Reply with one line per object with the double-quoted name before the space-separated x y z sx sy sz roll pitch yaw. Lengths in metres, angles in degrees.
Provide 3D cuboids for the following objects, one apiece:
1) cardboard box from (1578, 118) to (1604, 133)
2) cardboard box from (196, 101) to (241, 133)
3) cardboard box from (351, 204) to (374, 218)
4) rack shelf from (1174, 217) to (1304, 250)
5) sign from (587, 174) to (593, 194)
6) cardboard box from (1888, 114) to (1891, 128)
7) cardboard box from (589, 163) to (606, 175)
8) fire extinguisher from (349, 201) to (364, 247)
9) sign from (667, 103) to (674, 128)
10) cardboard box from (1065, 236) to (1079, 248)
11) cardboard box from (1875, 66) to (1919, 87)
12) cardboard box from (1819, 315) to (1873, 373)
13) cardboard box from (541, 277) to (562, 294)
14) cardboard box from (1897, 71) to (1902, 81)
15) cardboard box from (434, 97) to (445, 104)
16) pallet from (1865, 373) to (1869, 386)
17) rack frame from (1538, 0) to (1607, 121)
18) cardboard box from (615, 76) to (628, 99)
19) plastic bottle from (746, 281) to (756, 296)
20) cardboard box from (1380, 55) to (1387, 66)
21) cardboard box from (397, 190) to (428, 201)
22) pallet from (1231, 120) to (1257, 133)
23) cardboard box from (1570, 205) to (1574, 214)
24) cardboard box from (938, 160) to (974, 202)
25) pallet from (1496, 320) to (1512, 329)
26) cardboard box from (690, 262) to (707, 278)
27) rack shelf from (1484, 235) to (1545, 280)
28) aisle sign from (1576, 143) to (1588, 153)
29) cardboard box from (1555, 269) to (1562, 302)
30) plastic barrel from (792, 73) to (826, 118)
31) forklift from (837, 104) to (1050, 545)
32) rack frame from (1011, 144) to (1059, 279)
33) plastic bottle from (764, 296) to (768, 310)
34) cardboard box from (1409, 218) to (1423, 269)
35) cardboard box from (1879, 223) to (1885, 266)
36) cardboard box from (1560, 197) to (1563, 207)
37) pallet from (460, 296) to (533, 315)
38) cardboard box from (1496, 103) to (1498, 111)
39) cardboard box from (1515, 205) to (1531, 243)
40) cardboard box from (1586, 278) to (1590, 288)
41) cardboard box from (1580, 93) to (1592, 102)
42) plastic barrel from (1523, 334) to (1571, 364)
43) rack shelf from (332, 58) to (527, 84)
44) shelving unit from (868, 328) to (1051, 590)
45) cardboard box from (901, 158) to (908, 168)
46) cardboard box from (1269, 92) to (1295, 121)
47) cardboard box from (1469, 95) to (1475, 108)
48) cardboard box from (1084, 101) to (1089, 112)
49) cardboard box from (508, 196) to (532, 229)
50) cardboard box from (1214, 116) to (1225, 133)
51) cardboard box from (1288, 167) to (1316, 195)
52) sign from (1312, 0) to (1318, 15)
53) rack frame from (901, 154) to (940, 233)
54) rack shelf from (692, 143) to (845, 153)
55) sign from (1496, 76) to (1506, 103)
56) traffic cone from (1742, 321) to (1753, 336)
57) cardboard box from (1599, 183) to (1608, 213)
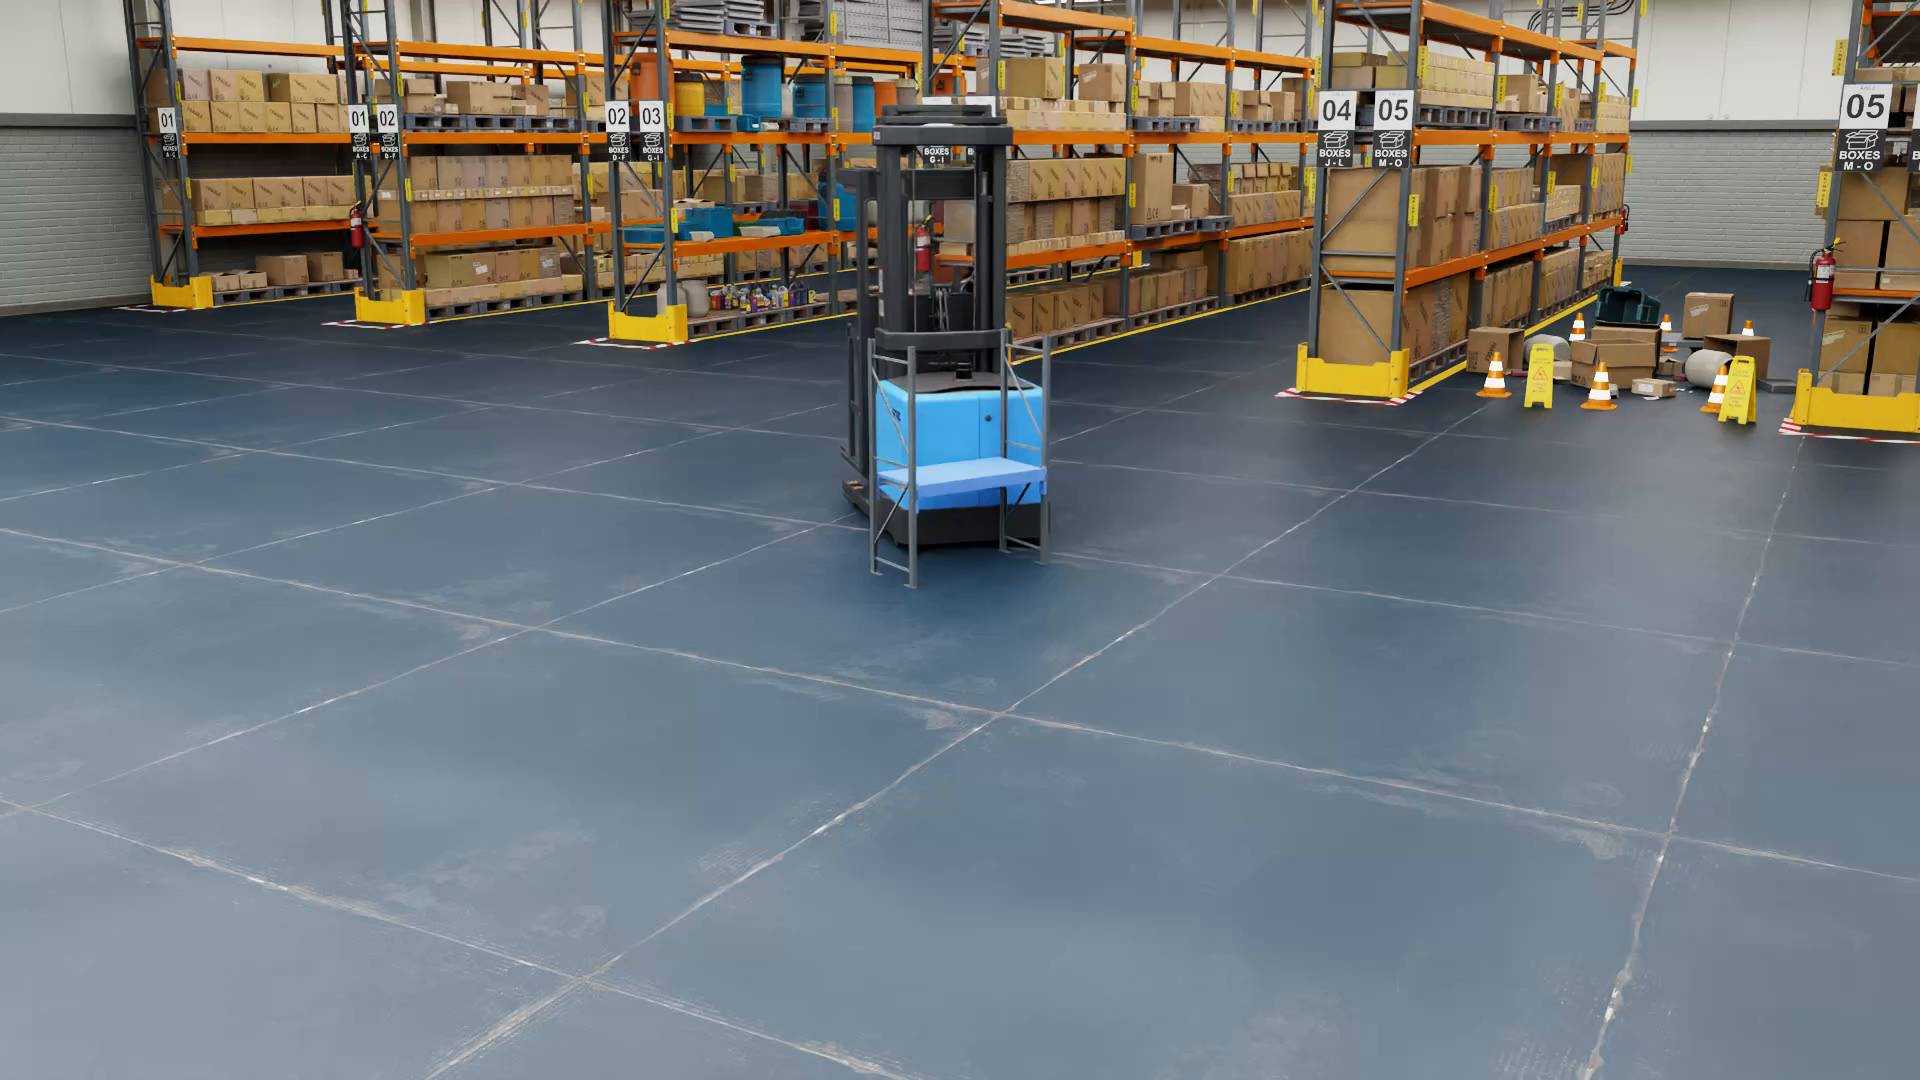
"cardboard box" 10.560 -6.998 28.082 0.500 0.250 0.500 8 16 31
"cardboard box" -12.326 -7.015 27.576 0.500 0.500 0.500 9 16 32
"cardboard box" -11.027 -5.978 30.208 0.500 0.250 0.500 7 15 28
"rack shelf" 4.845 -5.371 28.945 1.077 0.370 4.000 7 15 28
"sign" -6.239 -6.009 28.043 0.100 0.325 0.005 7 15 28
"cardboard box" 8.863 -4.092 16.244 0.380 0.149 0.250 8 16 30
"cardboard box" -7.946 -7.944 35.593 0.500 0.250 0.500 7 15 27
"fire extinguisher" -9.123 -4.783 25.136 0.296 0.674 0.183 7 15 28
"sign" -3.845 -5.629 22.064 0.100 0.325 0.005 7 15 28
"cardboard box" 1.360 -3.984 22.193 0.380 0.149 0.250 7 15 28
"cardboard box" 10.788 -5.332 19.209 0.500 0.250 0.500 8 16 29
"cardboard box" 8.845 -1.972 16.683 0.500 0.500 0.500 7 15 28
"cardboard box" -7.009 -4.259 27.768 0.500 0.250 0.500 7 15 28
"cardboard box" 9.024 -4.522 16.323 0.380 0.149 0.250 7 15 28
"cardboard box" -8.333 -6.715 25.714 0.500 0.250 0.500 7 15 28
"pallet" 9.737 -1.618 17.794 1.003 0.211 1.213 7 15 28
"rack frame" 10.105 -8.464 27.443 1.000 3.000 0.127 7 15 28
"cardboard box" -6.138 -7.808 28.944 0.500 0.500 0.500 9 16 33
"plastic bottle" -3.236 -3.819 25.689 0.144 0.351 0.185 7 15 26
"cardboard box" 4.539 -5.327 18.554 0.380 0.149 0.250 8 16 29
"cardboard box" -8.281 -5.212 25.154 0.380 0.149 0.250 7 15 28
"pallet" 4.143 -6.814 27.402 1.213 0.211 1.003 8 16 31
"cardboard box" 9.839 -5.422 27.262 0.380 0.149 0.250 7 15 28
"cardboard box" 0.060 -4.489 20.771 0.500 0.500 0.500 7 15 28
"pallet" 7.133 -2.969 23.399 1.003 0.211 1.213 7 15 28
"cardboard box" -5.079 -5.059 31.088 0.500 0.250 0.500 7 15 27
"rack shelf" 7.204 -3.967 23.124 1.077 0.370 4.000 7 15 28
"aisle sign" 11.811 -7.681 31.448 0.394 0.787 0.004 7 15 28
"cardboard box" 9.221 -4.042 26.336 0.500 0.500 0.500 7 15 27
"plastic barrel" -2.335 -6.881 26.207 0.600 0.901 0.708 7 15 28
"forklift" -0.272 -1.688 12.282 1.130 2.935 3.031 -4 14 -15
"rack frame" 1.476 -6.692 32.890 1.000 3.000 0.127 7 15 28
"plastic bottle" -2.914 -3.531 24.812 0.097 0.201 0.097 0 14 0
"cardboard box" 4.690 -3.355 18.731 0.875 0.550 0.550 7 15 28
"cardboard box" 9.198 -3.086 17.086 0.500 0.500 0.500 7 15 28
"cardboard box" 9.329 -5.350 26.332 0.380 0.149 0.250 8 16 30
"pallet" -7.735 -3.847 27.041 1.003 0.211 1.213 7 15 28
"cardboard box" 6.748 -5.648 21.337 0.258 0.266 0.396 7 15 27
"cardboard box" 7.705 -4.448 23.371 0.500 0.500 0.500 7 15 27
"cardboard box" 10.691 -4.459 28.816 0.380 0.149 0.250 8 16 30
"cardboard box" 10.458 -7.402 27.840 0.380 0.149 0.250 7 15 27
"plastic barrel" 7.032 -2.248 19.953 0.421 0.421 0.512 -5 14 -20
"rack shelf" -10.097 -8.956 31.868 1.077 0.370 4.000 7 15 28
"shelving unit" 0.000 -0.540 10.574 1.048 1.500 0.538 -9 16 -33
"cardboard box" -1.389 -8.276 37.115 0.500 0.500 0.500 8 16 30
"cardboard box" 5.540 -7.721 29.652 0.700 0.500 0.500 8 16 29
"cardboard box" 5.851 -5.176 19.630 0.380 0.149 0.250 8 16 29
"cardboard box" 1.485 -5.759 22.091 0.380 0.149 0.250 8 16 30
"cardboard box" -7.430 -5.358 27.144 0.700 0.500 0.500 8 16 29
"cardboard box" 3.863 -6.570 26.305 0.500 0.250 0.500 7 15 28
"cardboard box" 6.267 -6.636 30.745 0.500 0.500 0.500 7 15 28
"sign" 6.293 -9.481 29.496 0.100 0.325 0.005 7 15 28
"rack frame" -0.924 -8.074 38.626 1.000 3.000 0.127 7 15 28
"rack shelf" -3.825 -7.952 33.252 1.077 0.370 4.000 7 15 28
"sign" 6.724 -5.592 20.657 0.100 0.325 0.005 7 15 28
"traffic cone" 9.994 -2.546 21.108 0.336 0.463 0.334 7 15 28
"cardboard box" 11.073 -6.016 29.238 0.500 0.500 0.500 7 15 27
